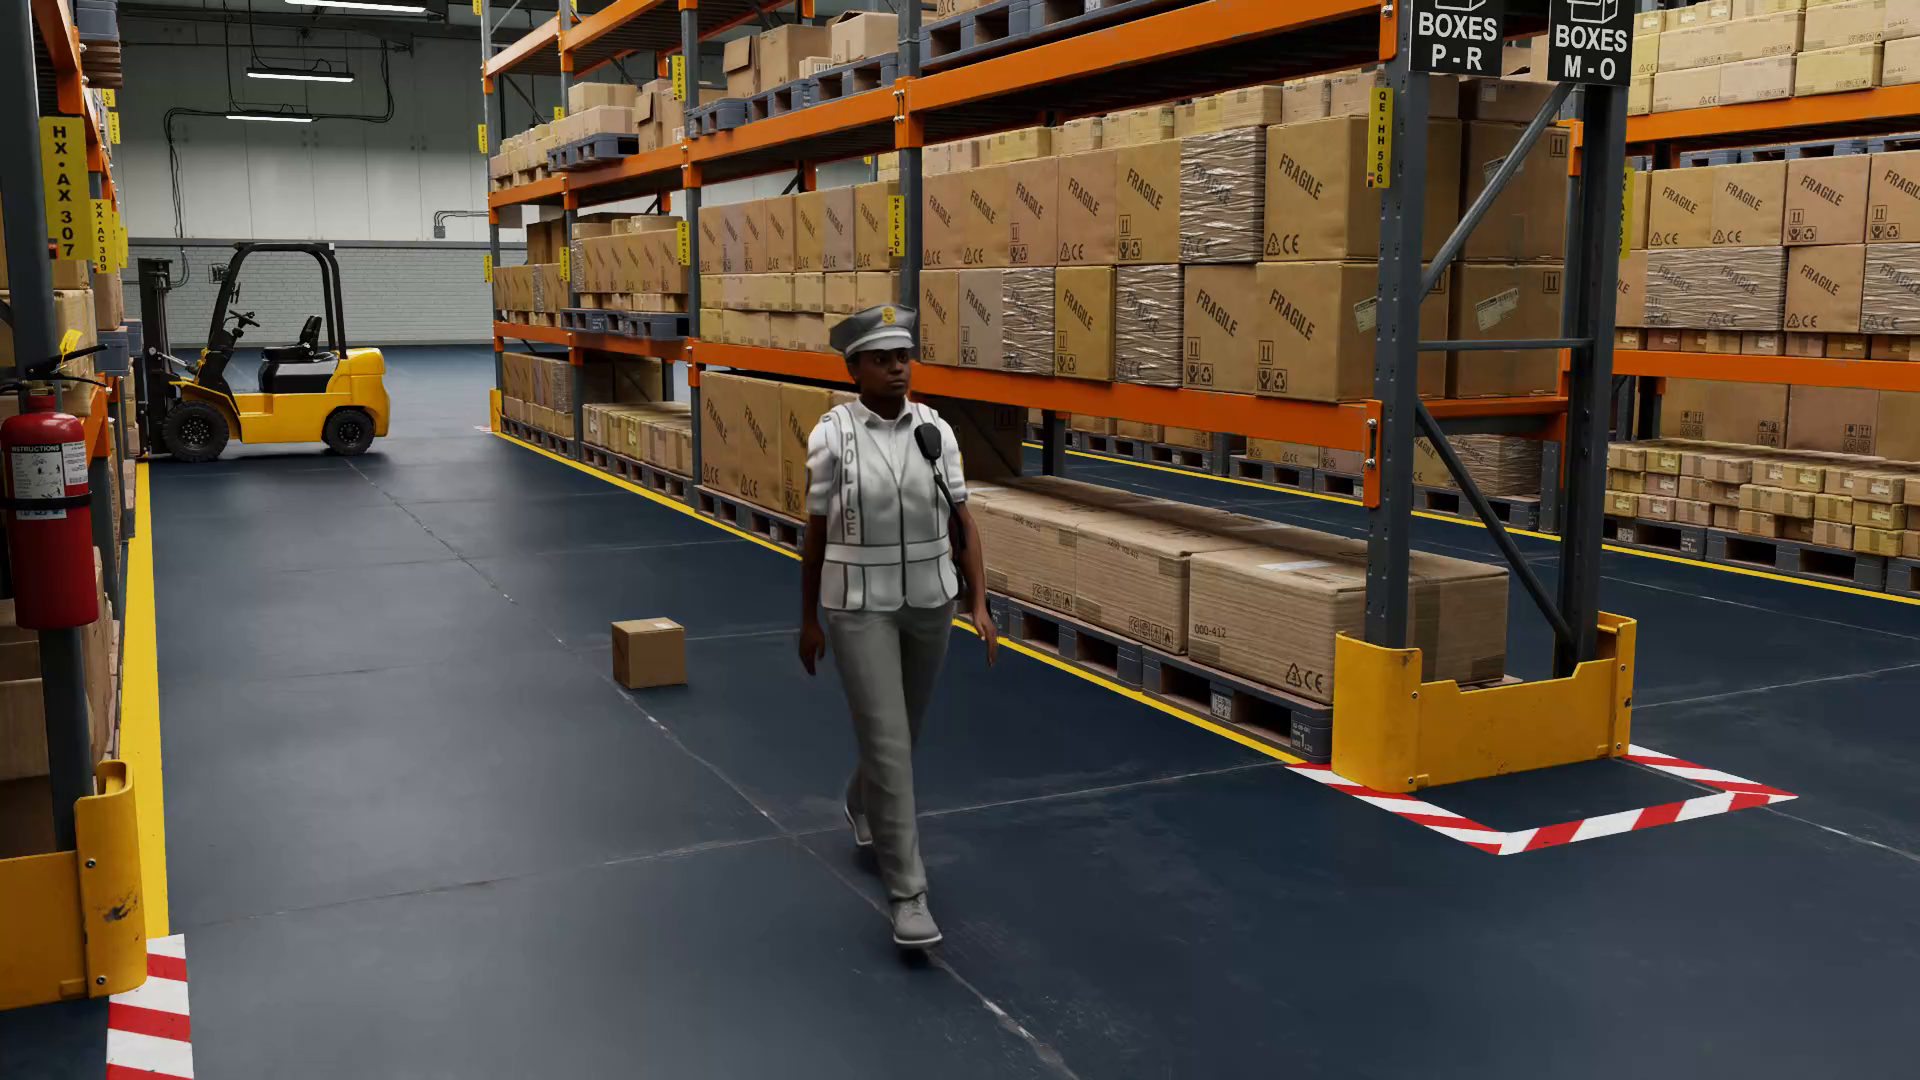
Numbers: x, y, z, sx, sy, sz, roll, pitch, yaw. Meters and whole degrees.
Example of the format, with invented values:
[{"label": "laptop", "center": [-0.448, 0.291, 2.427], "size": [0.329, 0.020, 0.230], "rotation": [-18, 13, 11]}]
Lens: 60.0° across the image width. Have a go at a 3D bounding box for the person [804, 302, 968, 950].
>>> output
[{"label": "person", "center": [-0.174, 0.176, 4.560], "size": [0.445, 1.639, 0.984], "rotation": [-4, 9, -23]}]
